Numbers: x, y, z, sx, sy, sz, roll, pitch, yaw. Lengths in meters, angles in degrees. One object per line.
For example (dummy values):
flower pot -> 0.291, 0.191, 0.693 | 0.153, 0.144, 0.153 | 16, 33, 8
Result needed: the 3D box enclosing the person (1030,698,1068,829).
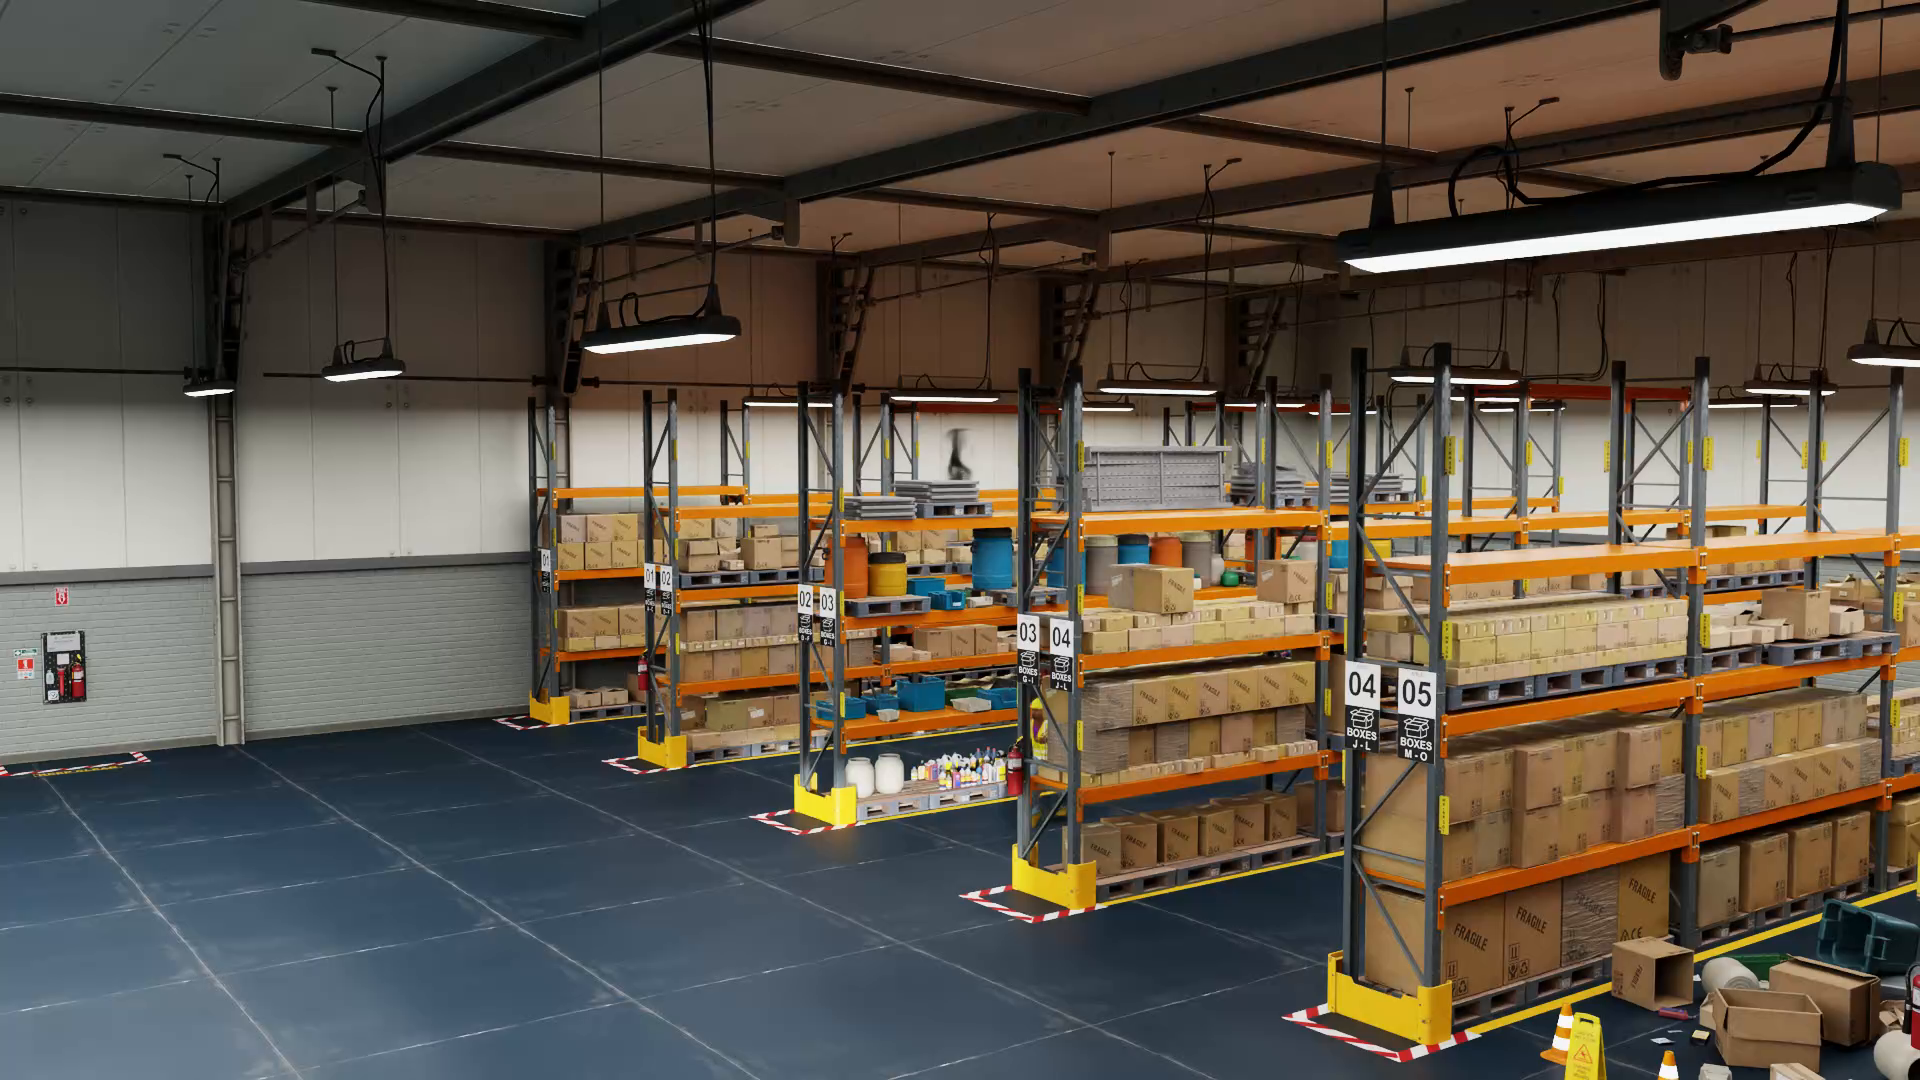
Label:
person -> 1.200, 2.986, 22.404 | 0.689, 1.765, 0.948 | 2, 4, 36
